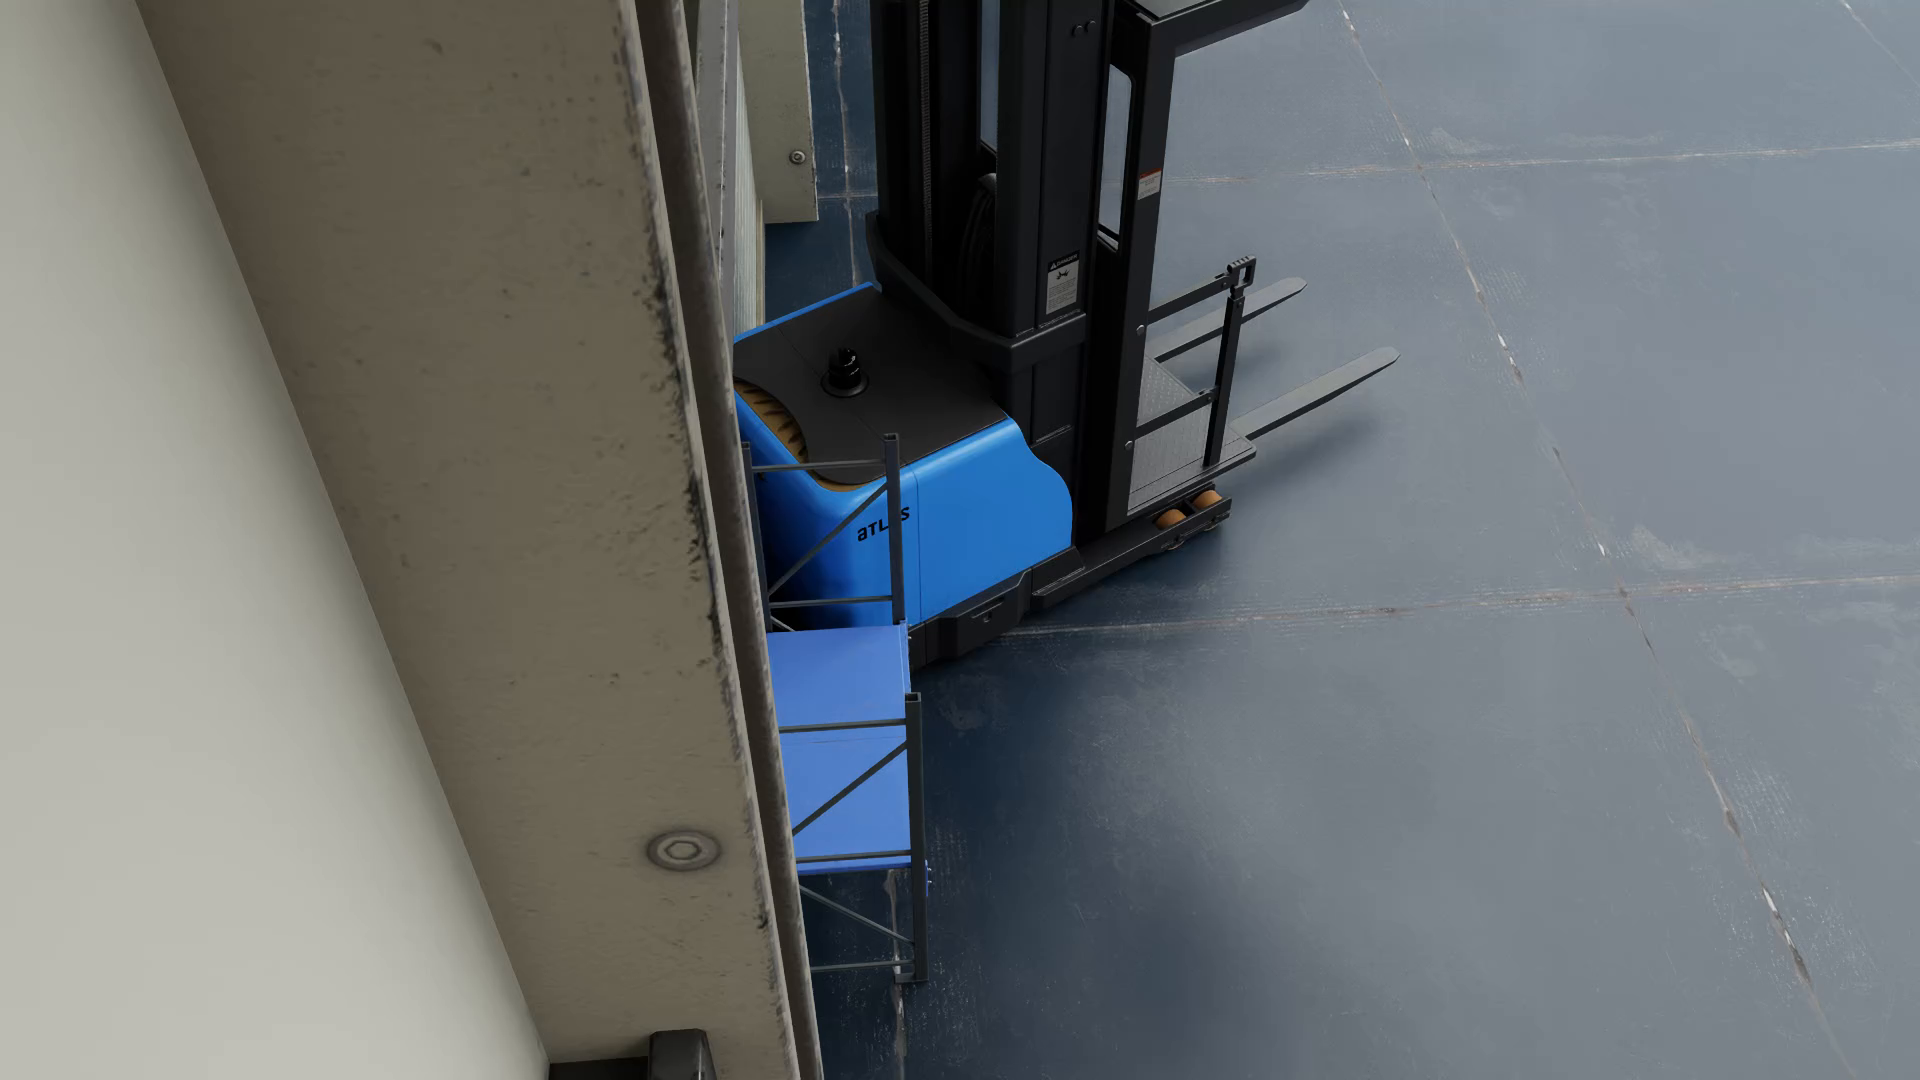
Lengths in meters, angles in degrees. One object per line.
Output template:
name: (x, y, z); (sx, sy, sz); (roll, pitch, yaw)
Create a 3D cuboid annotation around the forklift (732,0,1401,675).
forklift: (0.515, -1.262, 6.063); (3.031, 2.935, 1.130); (-26, 52, -23)

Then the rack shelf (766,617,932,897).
rack shelf: (-0.396, 0.704, 5.434); (0.538, 0.185, 1.000); (-3, 47, -3)

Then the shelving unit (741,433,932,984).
shelving unit: (-0.396, 0.580, 5.304); (0.538, 1.500, 1.048); (-3, 47, -3)

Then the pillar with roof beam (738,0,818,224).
pillar with roof beam: (3.402, -5.106, 5.525); (9.100, 9.000, 0.400); (-3, 47, -3)

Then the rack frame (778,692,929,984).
rack frame: (-0.354, 0.948, 4.956); (0.500, 1.500, 0.032); (-3, 47, -3)

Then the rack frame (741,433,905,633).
rack frame: (-0.439, 0.213, 5.652); (0.500, 1.500, 0.032); (-3, 47, -3)
